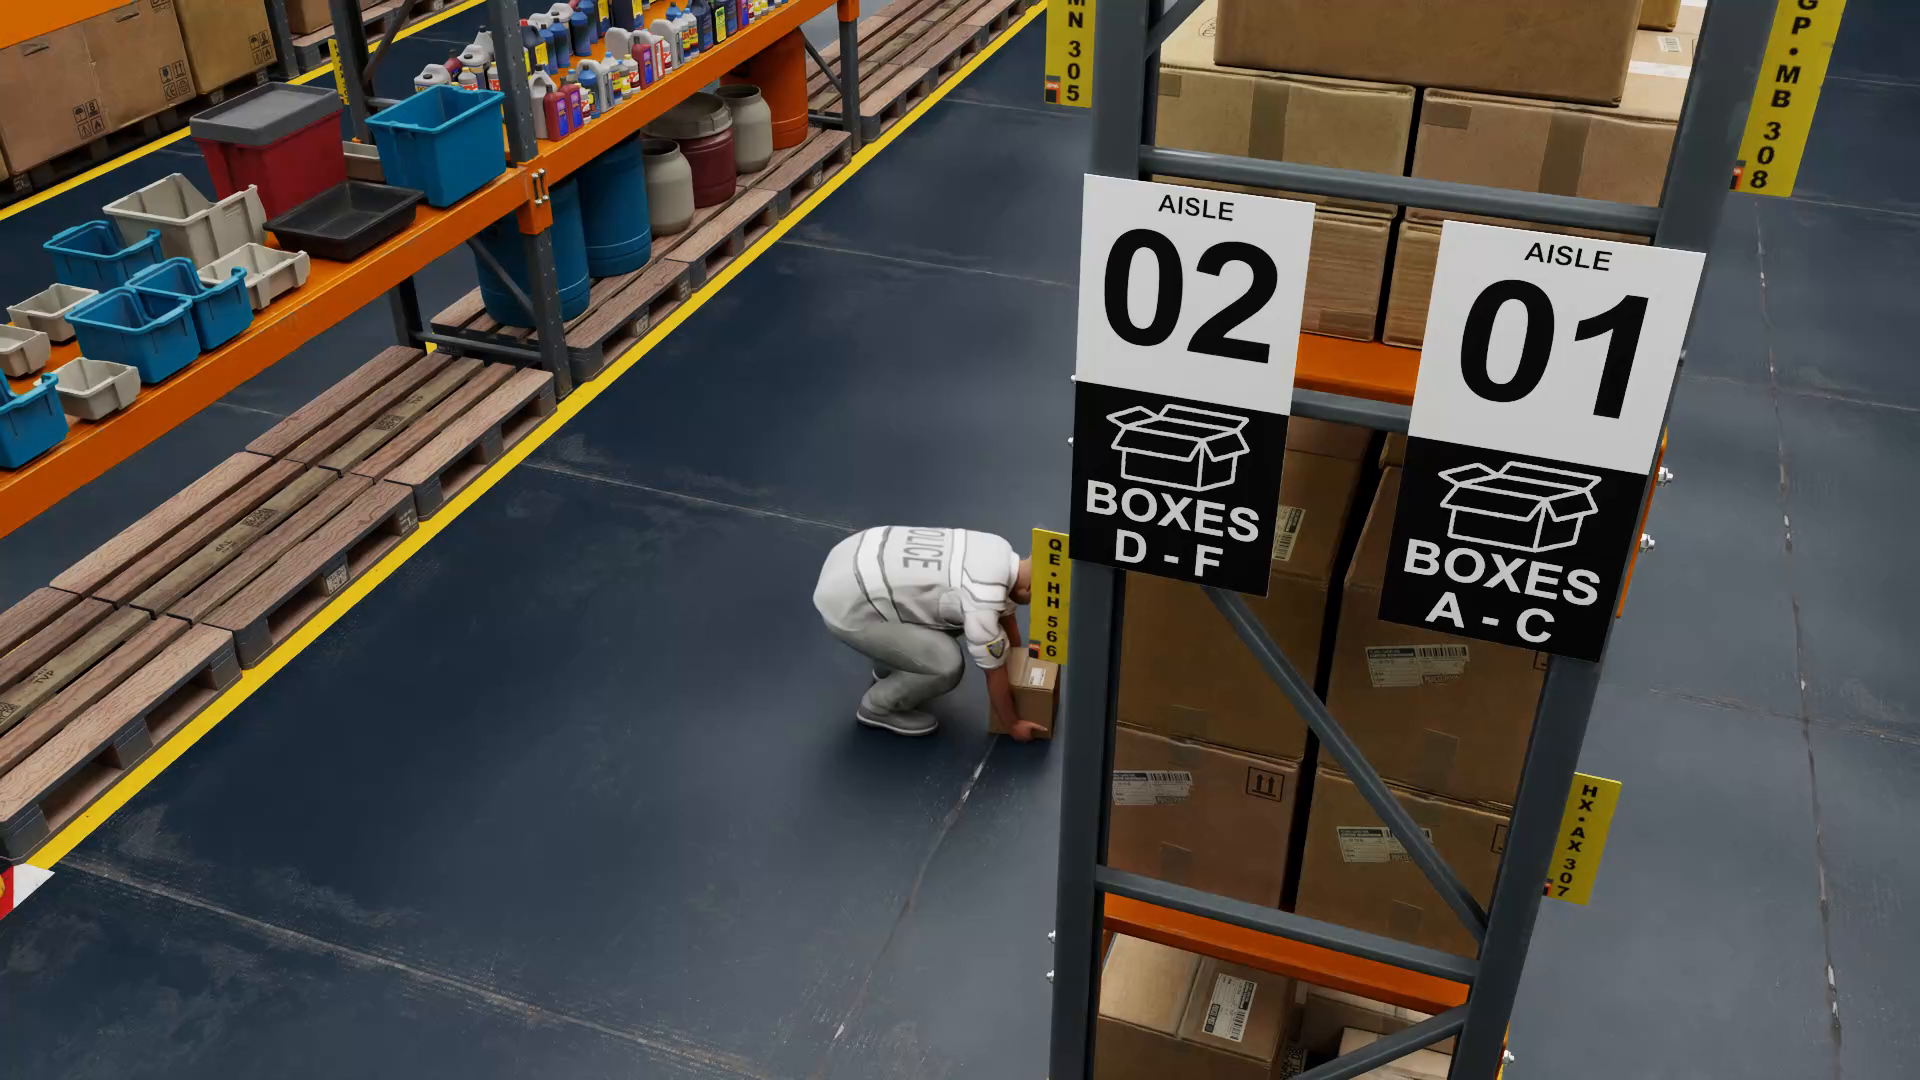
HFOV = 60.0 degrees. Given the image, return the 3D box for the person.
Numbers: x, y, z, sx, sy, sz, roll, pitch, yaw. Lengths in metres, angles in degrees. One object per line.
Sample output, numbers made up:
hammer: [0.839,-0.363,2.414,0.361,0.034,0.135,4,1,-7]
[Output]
person: [-0.041,0.347,6.496,1.029,0.816,0.529,5,33,7]
